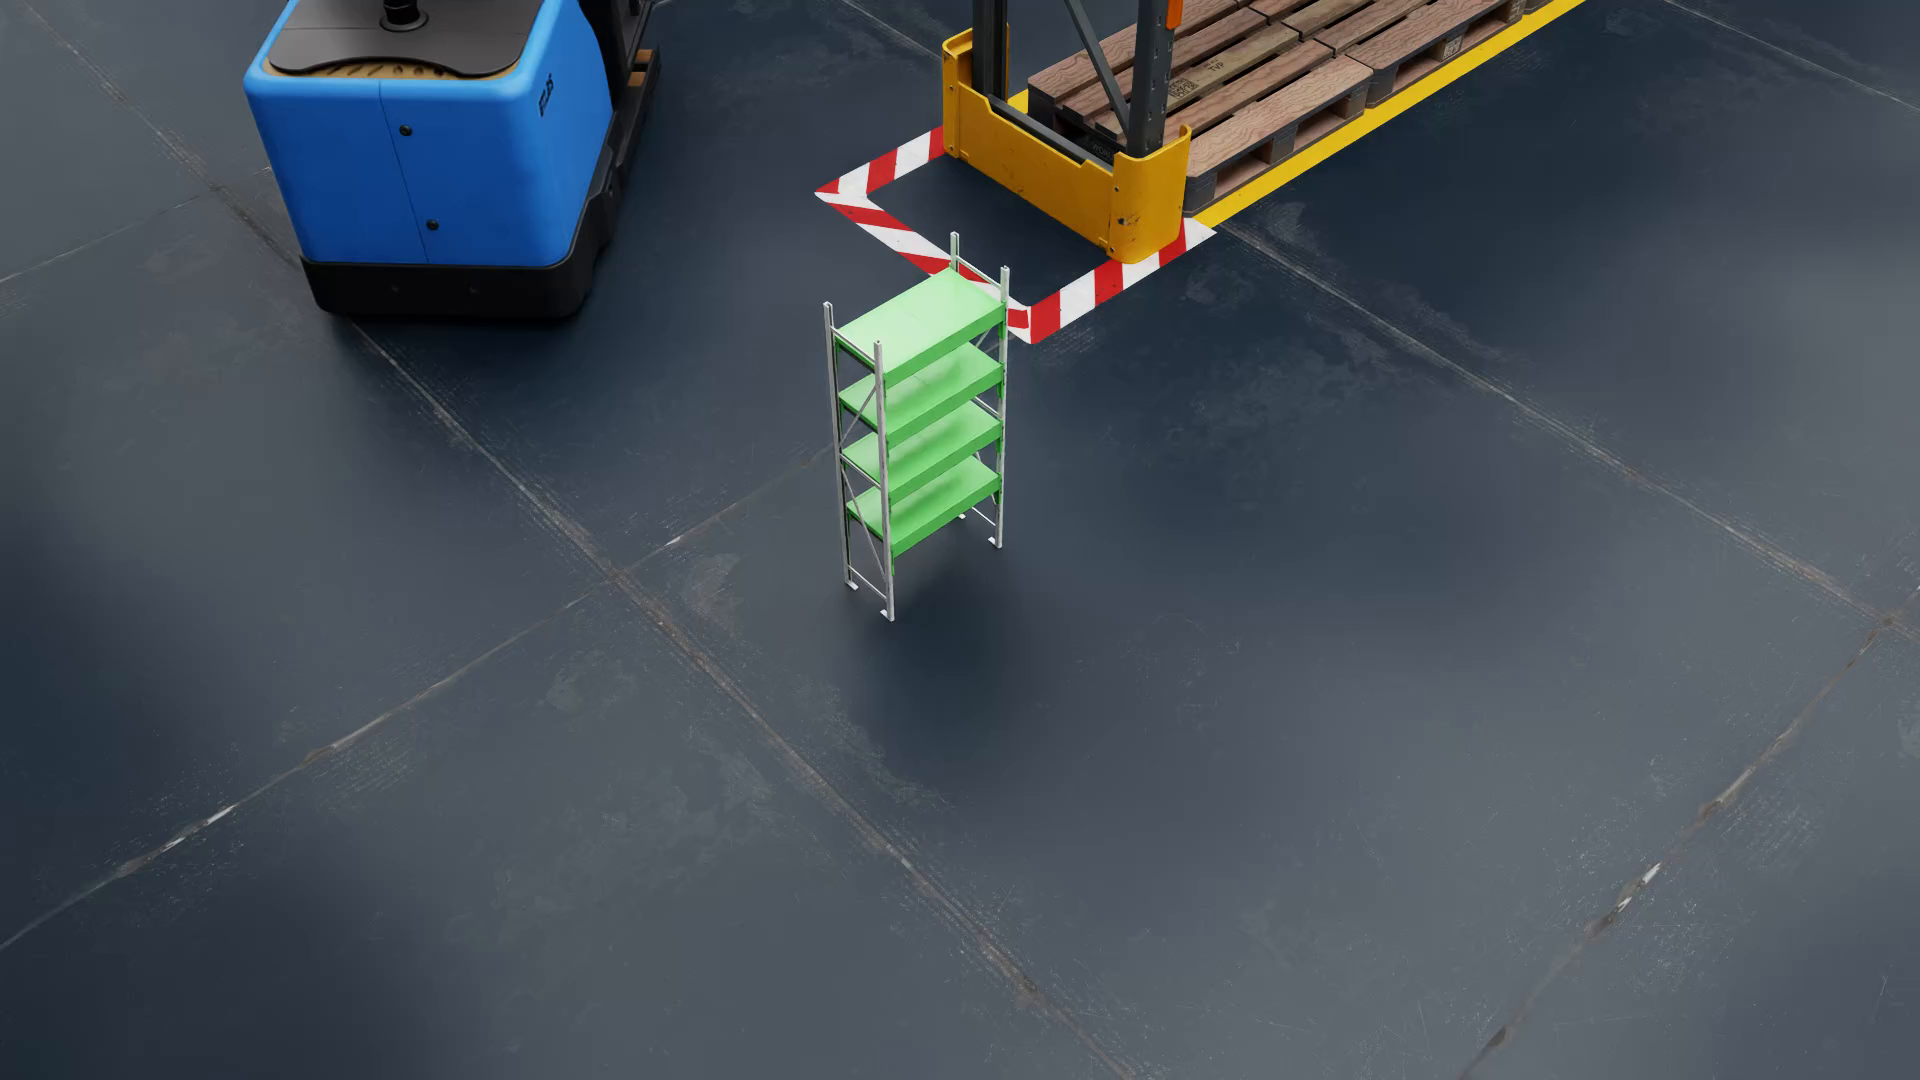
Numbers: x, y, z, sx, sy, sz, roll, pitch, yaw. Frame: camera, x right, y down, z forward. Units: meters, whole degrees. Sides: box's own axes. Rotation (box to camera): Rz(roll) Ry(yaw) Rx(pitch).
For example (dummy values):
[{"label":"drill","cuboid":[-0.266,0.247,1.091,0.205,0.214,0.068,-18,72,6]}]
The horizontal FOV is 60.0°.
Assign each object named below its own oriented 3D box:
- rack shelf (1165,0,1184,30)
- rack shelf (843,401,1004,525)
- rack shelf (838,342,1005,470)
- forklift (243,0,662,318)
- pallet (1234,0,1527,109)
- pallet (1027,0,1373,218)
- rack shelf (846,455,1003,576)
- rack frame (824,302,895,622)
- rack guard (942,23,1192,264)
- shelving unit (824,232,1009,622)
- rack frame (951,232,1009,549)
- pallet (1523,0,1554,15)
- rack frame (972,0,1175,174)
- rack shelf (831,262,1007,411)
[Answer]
[{"label":"rack shelf","cuboid":[1.909,-3.289,7.233,4.000,0.370,1.077,-34,56,-27]},{"label":"rack shelf","cuboid":[-0.122,-0.282,5.280,0.480,0.148,0.258,-34,56,-27]},{"label":"rack shelf","cuboid":[-0.122,-0.444,5.104,0.480,0.148,0.258,-34,56,-27]},{"label":"forklift","cuboid":[-1.952,-2.927,6.456,1.130,2.935,3.031,2,47,1]},{"label":"pallet","cuboid":[1.968,-2.585,7.992,1.213,0.211,1.003,-34,56,-27]},{"label":"pallet","cuboid":[1.065,-1.985,7.438,1.213,0.211,1.003,-34,56,-27]},{"label":"rack shelf","cuboid":[-0.122,-0.119,5.457,0.480,0.148,0.258,-34,56,-27]},{"label":"rack frame","cuboid":[-0.303,-0.204,5.122,0.015,1.200,0.240,-34,56,-27]},{"label":"rack guard","cuboid":[0.420,-1.677,6.958,0.348,0.500,1.175,-34,56,-27]},{"label":"shelving unit","cuboid":[-0.122,-0.325,5.234,0.503,1.200,0.258,-34,56,-27]},{"label":"rack frame","cuboid":[0.058,-0.446,5.345,0.015,1.200,0.240,-34,56,-27]},{"label":"pallet","cuboid":[2.871,-3.191,8.551,1.213,0.211,1.003,-34,56,-27]},{"label":"rack frame","cuboid":[0.429,-2.544,6.056,0.127,3.000,1.000,-34,56,-27]},{"label":"rack shelf","cuboid":[-0.122,-0.607,4.928,0.480,0.148,0.258,-34,56,-27]}]
